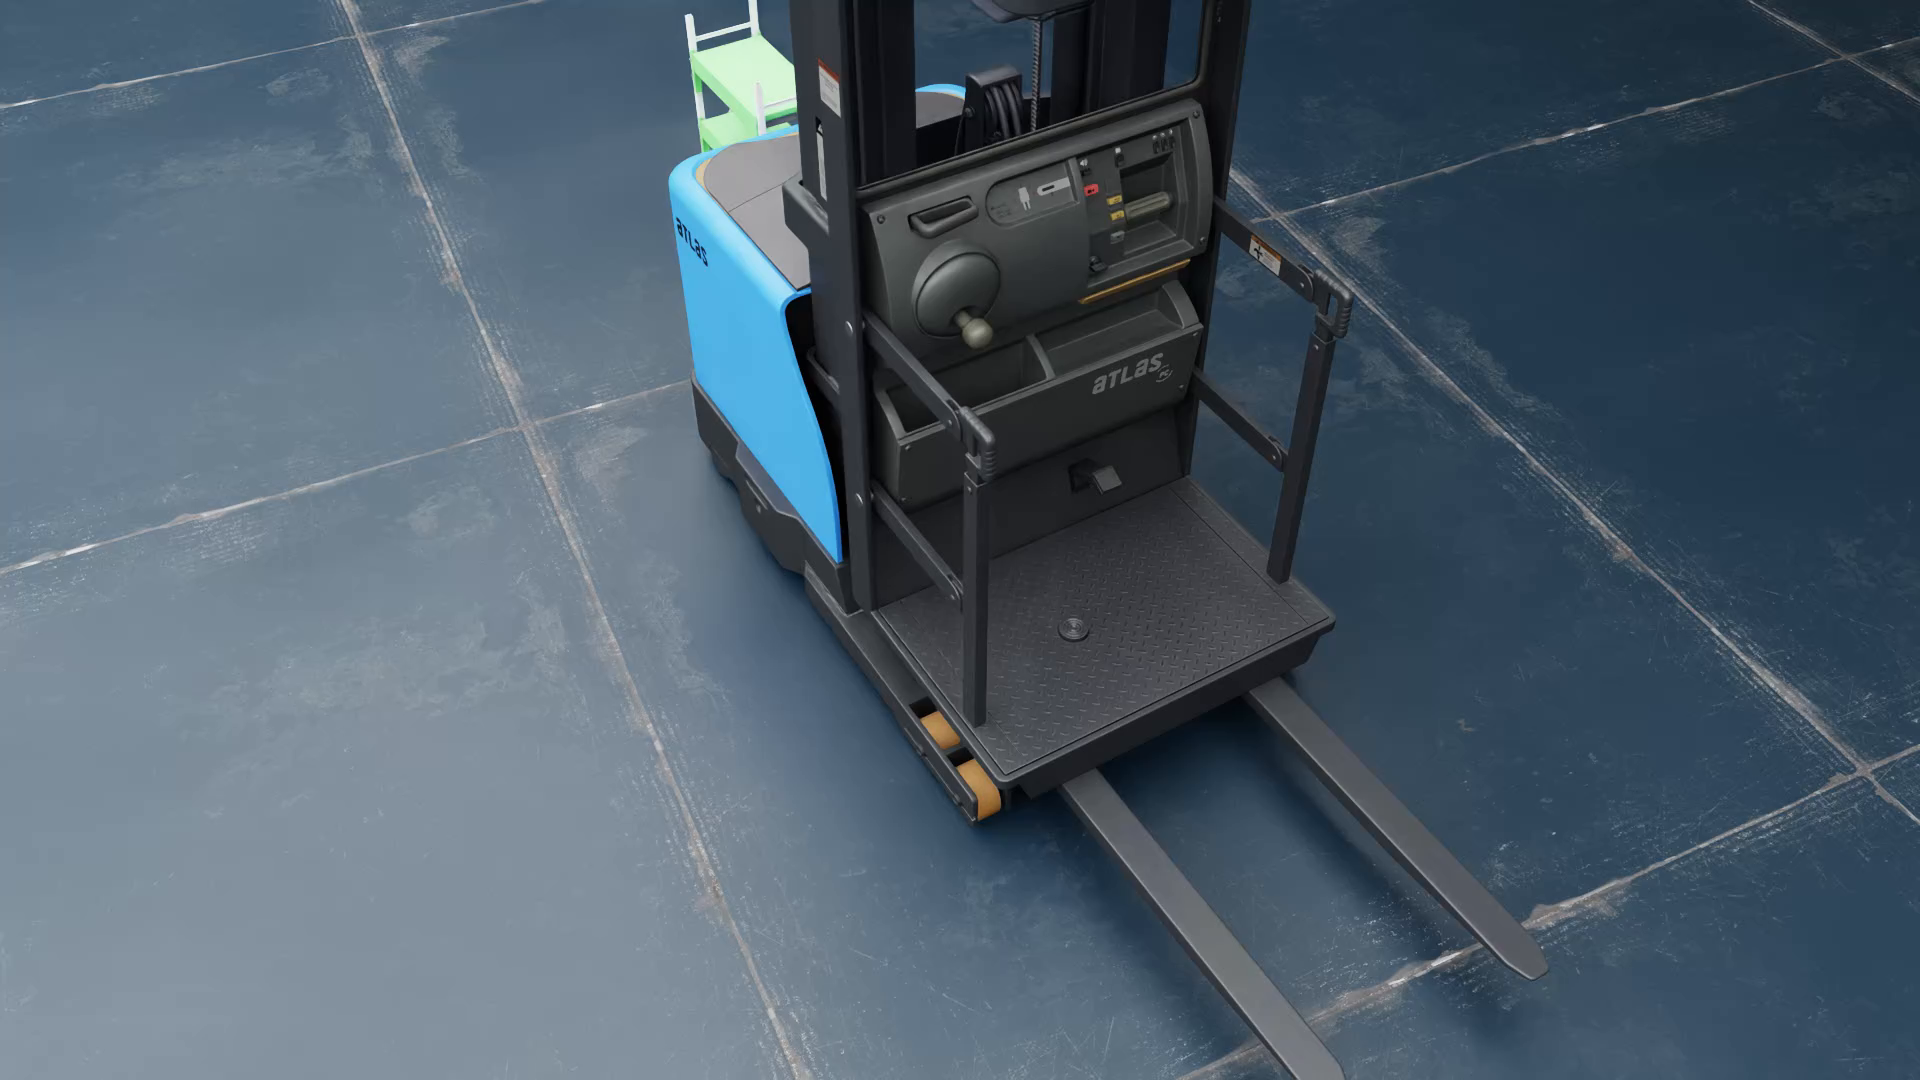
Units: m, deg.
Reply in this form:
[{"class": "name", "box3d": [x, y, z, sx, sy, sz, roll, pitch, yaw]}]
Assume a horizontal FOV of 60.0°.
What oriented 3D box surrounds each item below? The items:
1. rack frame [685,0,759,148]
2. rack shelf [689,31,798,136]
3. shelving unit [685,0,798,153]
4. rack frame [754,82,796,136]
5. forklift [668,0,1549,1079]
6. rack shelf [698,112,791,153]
[{"class": "rack frame", "box3d": [-0.754, -1.253, 5.666, 0.240, 1.200, 0.015, -23, 49, -22]}, {"class": "rack shelf", "box3d": [-0.629, -1.403, 5.225, 0.258, 0.148, 0.480, -23, 49, -22]}, {"class": "shelving unit", "box3d": [-0.629, -1.107, 5.517, 0.258, 1.200, 0.503, -23, 49, -22]}, {"class": "rack frame", "box3d": [-0.503, -0.960, 5.368, 0.240, 1.200, 0.015, -23, 49, -22]}, {"class": "forklift", "box3d": [0.323, -0.665, 3.837, 1.130, 2.935, 3.031, -23, 49, -22]}, {"class": "rack shelf", "box3d": [-0.629, -1.232, 5.393, 0.258, 0.148, 0.480, -23, 49, -22]}]
